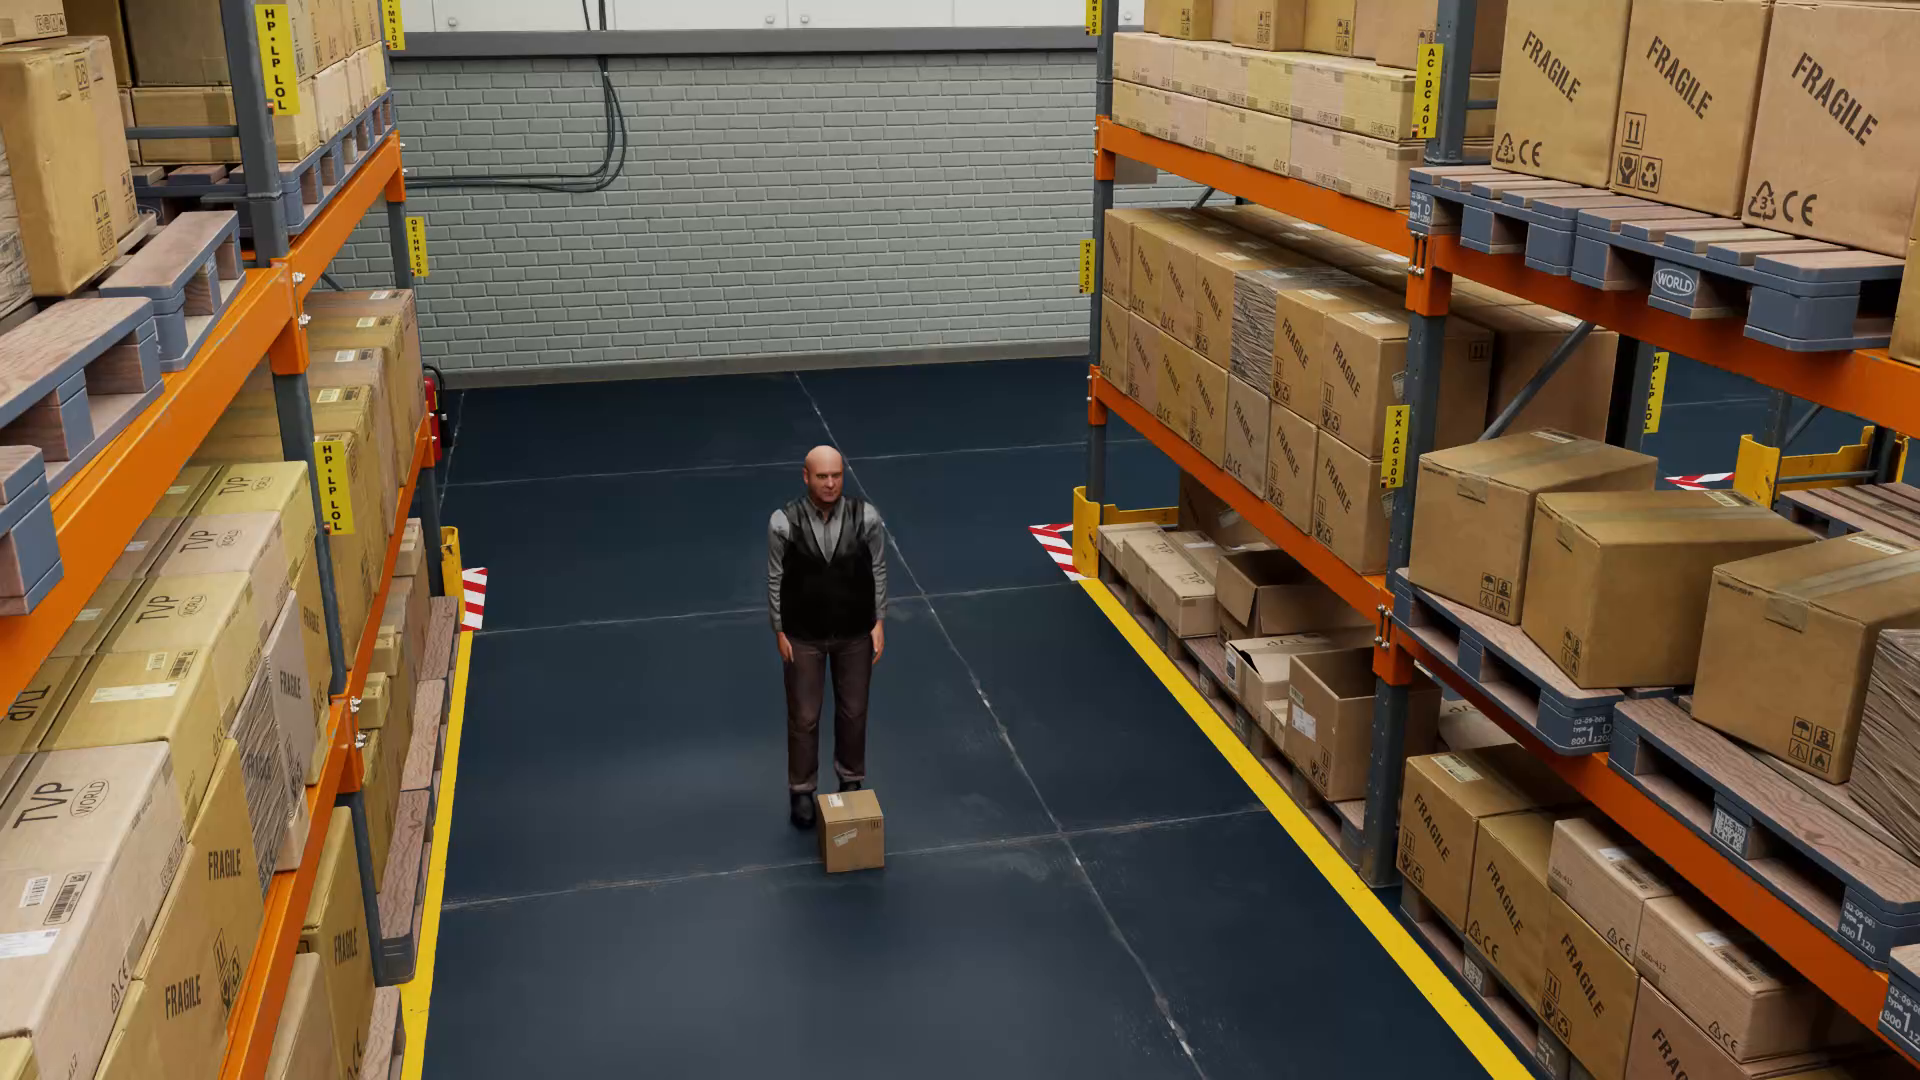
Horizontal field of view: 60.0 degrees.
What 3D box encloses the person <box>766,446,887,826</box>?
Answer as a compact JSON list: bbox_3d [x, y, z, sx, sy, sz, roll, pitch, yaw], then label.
[{"bbox_3d":[-0.583,0.426,7.422,0.536,1.736,0.387,-4,20,-12],"label":"person"}]
